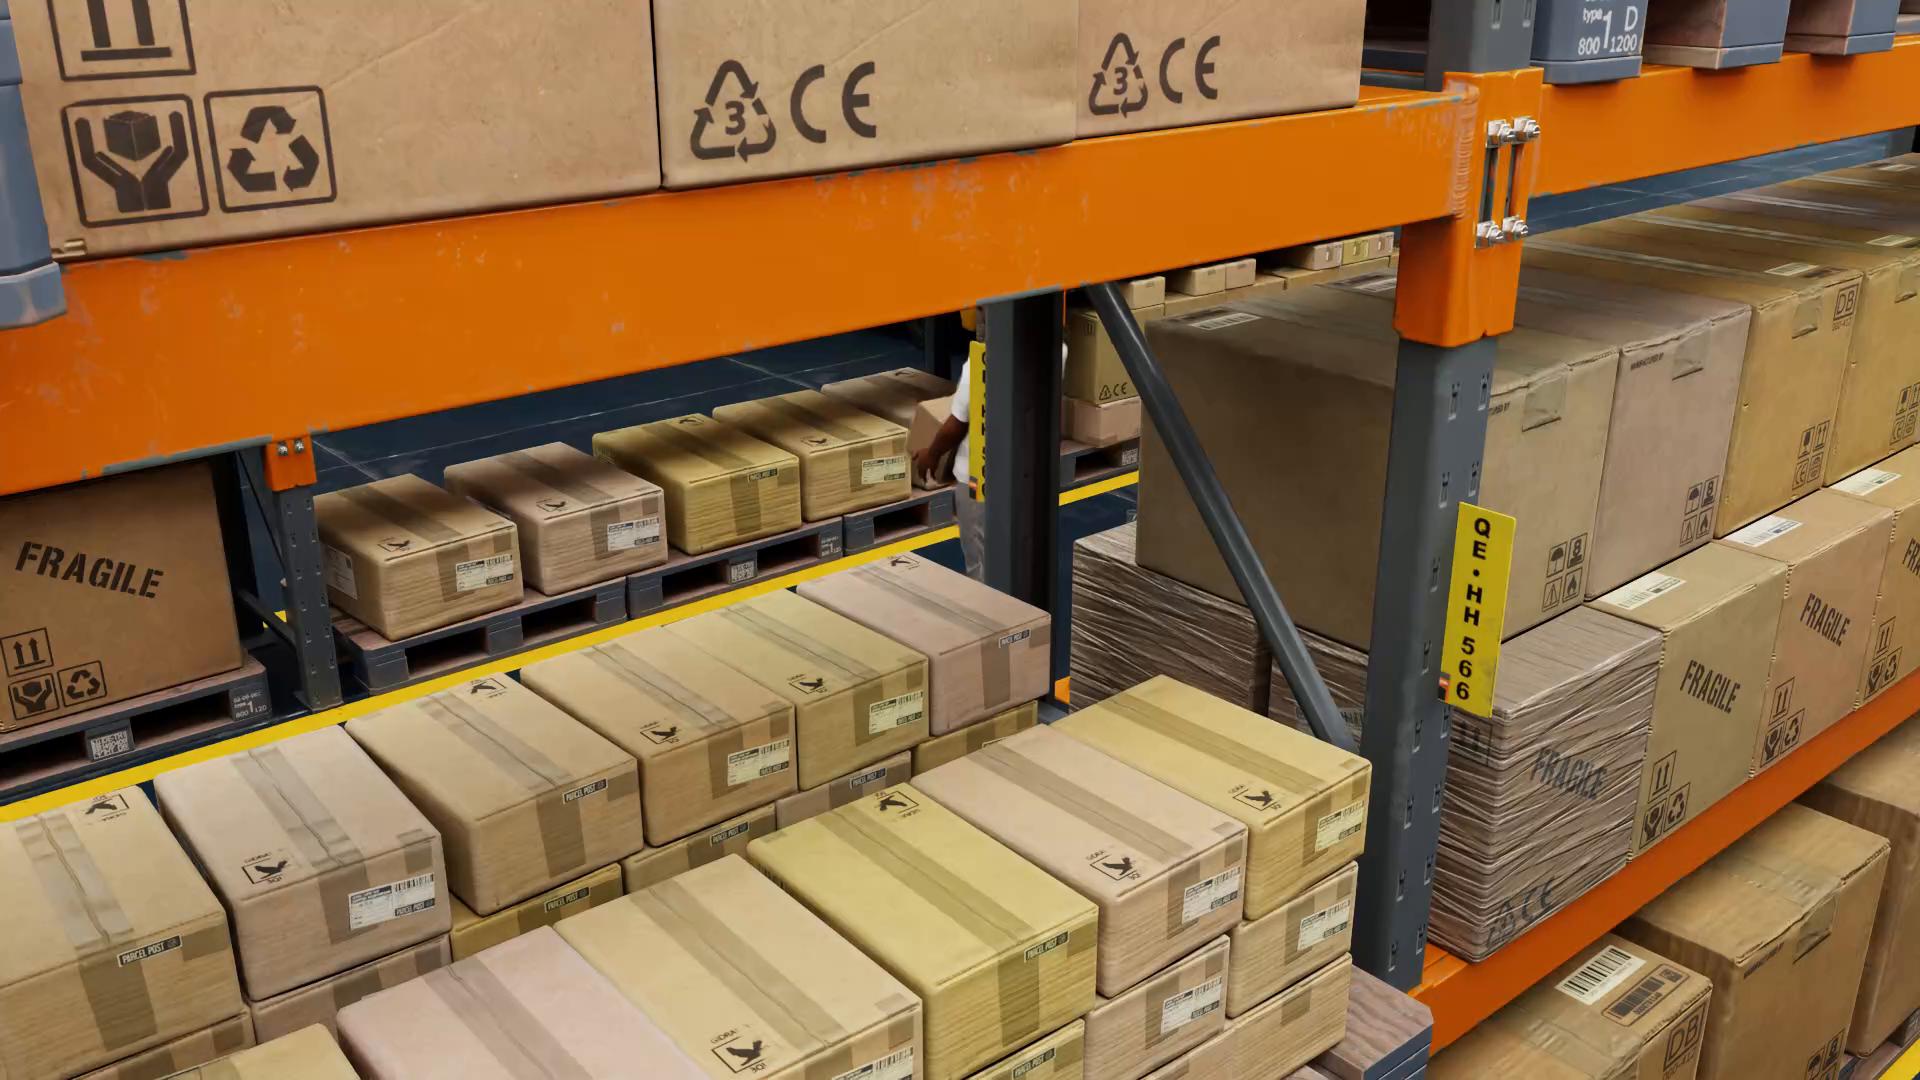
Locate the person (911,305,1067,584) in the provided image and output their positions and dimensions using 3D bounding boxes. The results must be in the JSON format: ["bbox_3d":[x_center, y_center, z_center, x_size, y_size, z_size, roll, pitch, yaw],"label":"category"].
[{"bbox_3d":[0.106,-0.275,6.763,0.559,1.772,0.543,17,26,37],"label":"person"}]
